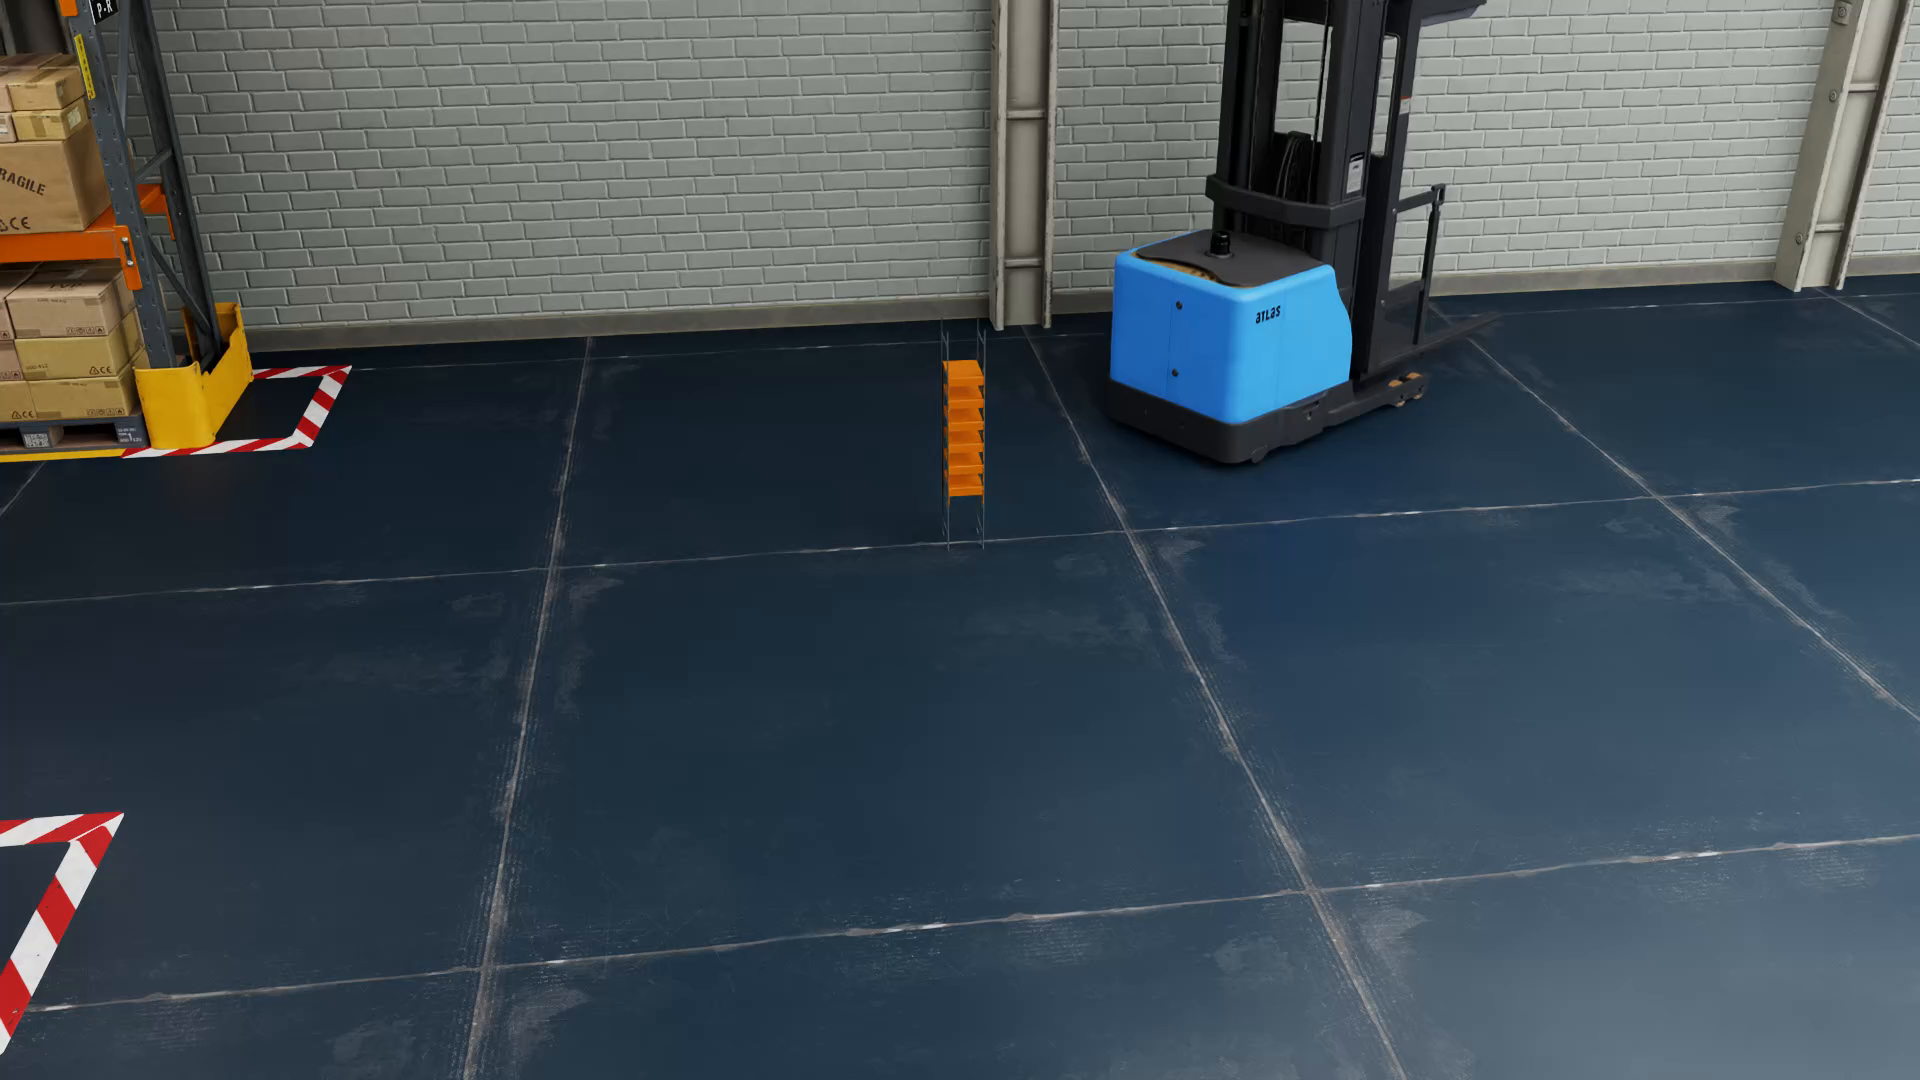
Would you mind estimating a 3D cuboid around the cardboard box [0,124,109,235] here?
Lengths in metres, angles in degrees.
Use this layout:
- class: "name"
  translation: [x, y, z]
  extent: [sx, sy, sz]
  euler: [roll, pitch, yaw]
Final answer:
- class: "cardboard box"
  translation: [-5.155, -2.029, 9.308]
  extent: [0.500, 0.500, 0.500]
  euler: [-4, 27, -8]

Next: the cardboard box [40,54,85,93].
- class: "cardboard box"
  translation: [-5.066, -2.675, 9.531]
  extent: [0.250, 0.149, 0.380]
  euler: [-4, 27, -8]

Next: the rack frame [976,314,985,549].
- class: "rack frame"
  translation: [0.105, -0.541, 8.489]
  extent: [0.006, 1.200, 0.240]
  euler: [-4, 27, -7]

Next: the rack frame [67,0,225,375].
- class: "rack frame"
  translation: [-4.704, -2.134, 9.624]
  extent: [0.127, 3.000, 1.000]
  euler: [-4, 27, -7]

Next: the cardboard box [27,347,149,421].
- class: "cardboard box"
  translation: [-5.125, -0.925, 9.819]
  extent: [0.500, 0.250, 0.500]
  euler: [-3, 27, -7]

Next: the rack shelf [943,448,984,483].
- class: "rack shelf"
  translation: [0.014, -0.388, 8.553]
  extent: [0.180, 0.103, 0.258]
  euler: [-4, 27, -7]

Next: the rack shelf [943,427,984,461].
- class: "rack shelf"
  translation: [0.014, -0.495, 8.498]
  extent: [0.180, 0.103, 0.258]
  euler: [-4, 27, -7]

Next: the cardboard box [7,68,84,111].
- class: "cardboard box"
  translation: [-5.029, -2.482, 9.155]
  extent: [0.250, 0.149, 0.380]
  euler: [-4, 27, -7]

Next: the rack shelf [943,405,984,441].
- class: "rack shelf"
  translation: [0.014, -0.602, 8.443]
  extent: [0.180, 0.103, 0.258]
  euler: [-4, 27, -7]

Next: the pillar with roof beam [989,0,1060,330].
- class: "pillar with roof beam"
  translation: [1.022, -3.602, 5.913]
  extent: [0.400, 9.000, 9.100]
  euler: [-4, 27, -7]

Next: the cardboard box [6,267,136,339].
- class: "cardboard box"
  translation: [-5.117, -1.372, 9.595]
  extent: [0.500, 0.250, 0.500]
  euler: [-3, 27, -5]

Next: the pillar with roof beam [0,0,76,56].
- class: "pillar with roof beam"
  translation: [-4.919, -3.220, 5.169]
  extent: [0.400, 9.000, 9.100]
  euler: [-4, 27, -7]

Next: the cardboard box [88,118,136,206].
- class: "cardboard box"
  translation: [-5.233, -2.273, 9.784]
  extent: [0.500, 0.500, 0.500]
  euler: [-3, 27, -5]

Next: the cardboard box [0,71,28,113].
- class: "cardboard box"
  translation: [-5.269, -2.452, 9.097]
  extent: [0.250, 0.149, 0.380]
  euler: [-4, 27, -7]

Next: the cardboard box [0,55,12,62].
- class: "cardboard box"
  translation: [-5.590, -2.650, 9.483]
  extent: [0.250, 0.149, 0.380]
  euler: [-3, 27, -6]

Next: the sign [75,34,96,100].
- class: "sign"
  translation: [-4.642, -2.509, 8.825]
  extent: [0.005, 0.325, 0.100]
  euler: [-4, 27, -7]

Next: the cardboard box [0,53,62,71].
- class: "cardboard box"
  translation: [-5.338, -2.686, 9.554]
  extent: [0.250, 0.149, 0.380]
  euler: [-3, 27, -5]

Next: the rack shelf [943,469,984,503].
- class: "rack shelf"
  translation: [0.014, -0.282, 8.608]
  extent: [0.180, 0.103, 0.258]
  euler: [-4, 27, -7]

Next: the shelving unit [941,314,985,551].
- class: "shelving unit"
  translation: [0.014, -0.535, 8.478]
  extent: [0.189, 1.200, 0.258]
  euler: [-4, 27, -7]

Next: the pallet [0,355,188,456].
- class: "pallet"
  translation: [-5.455, -0.826, 10.128]
  extent: [1.213, 0.211, 1.003]
  euler: [-4, 27, -7]

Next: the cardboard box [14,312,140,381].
- class: "cardboard box"
  translation: [-5.142, -1.148, 9.706]
  extent: [0.500, 0.250, 0.500]
  euler: [-4, 27, -8]

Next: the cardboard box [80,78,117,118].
- class: "cardboard box"
  translation: [-5.076, -2.563, 9.639]
  extent: [0.250, 0.149, 0.380]
  euler: [-4, 27, -8]

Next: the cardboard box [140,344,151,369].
- class: "cardboard box"
  translation: [-5.218, -1.155, 10.267]
  extent: [0.500, 0.250, 0.500]
  euler: [-4, 27, -7]

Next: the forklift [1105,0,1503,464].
- class: "forklift"
  translation: [2.320, -2.291, 10.005]
  extent: [3.031, 2.935, 1.130]
  euler: [-22, 34, -36]

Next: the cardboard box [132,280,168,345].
- class: "cardboard box"
  translation: [-5.199, -1.384, 10.166]
  extent: [0.500, 0.250, 0.500]
  euler: [-3, 27, -6]

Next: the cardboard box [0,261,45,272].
- class: "cardboard box"
  translation: [-5.701, -1.564, 9.969]
  extent: [0.500, 0.250, 0.500]
  euler: [-4, 27, -7]

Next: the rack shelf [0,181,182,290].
- class: "rack shelf"
  translation: [-6.685, -1.687, 9.540]
  extent: [4.000, 0.370, 1.077]
  euler: [-4, 27, -7]

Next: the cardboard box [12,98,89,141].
- class: "cardboard box"
  translation: [-5.008, -2.319, 9.163]
  extent: [0.250, 0.149, 0.380]
  euler: [-3, 27, -6]

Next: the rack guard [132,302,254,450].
- class: "rack guard"
  translation: [-4.680, -1.024, 10.197]
  extent: [0.348, 0.500, 1.175]
  euler: [-4, 27, -7]

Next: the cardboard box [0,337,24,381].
- class: "cardboard box"
  translation: [-5.641, -1.121, 9.653]
  extent: [0.500, 0.250, 0.500]
  euler: [-4, 27, -8]

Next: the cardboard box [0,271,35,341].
- class: "cardboard box"
  translation: [-5.621, -1.337, 9.527]
  extent: [0.500, 0.250, 0.500]
  euler: [-3, 27, -6]

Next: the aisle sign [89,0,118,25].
- class: "aisle sign"
  translation: [-4.598, -3.162, 8.780]
  extent: [0.004, 0.787, 0.394]
  euler: [-4, 27, -7]

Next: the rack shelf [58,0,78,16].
- class: "rack shelf"
  translation: [-6.685, -3.021, 8.855]
  extent: [4.000, 0.370, 1.077]
  euler: [-4, 27, -7]

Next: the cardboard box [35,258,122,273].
- class: "cardboard box"
  translation: [-5.206, -1.598, 10.034]
  extent: [0.500, 0.250, 0.500]
  euler: [-4, 27, -8]

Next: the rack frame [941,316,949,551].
- class: "rack frame"
  translation: [-0.076, -0.529, 8.467]
  extent: [0.006, 1.200, 0.240]
  euler: [-4, 27, -7]

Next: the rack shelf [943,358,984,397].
- class: "rack shelf"
  translation: [0.014, -0.816, 8.334]
  extent: [0.180, 0.103, 0.258]
  euler: [-4, 27, -7]

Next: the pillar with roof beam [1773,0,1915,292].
- class: "pillar with roof beam"
  translation: [6.964, -3.984, 6.656]
  extent: [0.400, 9.000, 9.100]
  euler: [-4, 27, -7]

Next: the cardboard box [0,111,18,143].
- class: "cardboard box"
  translation: [-5.257, -2.289, 9.105]
  extent: [0.250, 0.149, 0.380]
  euler: [-3, 27, -6]

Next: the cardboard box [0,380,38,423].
- class: "cardboard box"
  translation: [-5.619, -0.898, 9.766]
  extent: [0.500, 0.250, 0.500]
  euler: [-4, 27, -7]

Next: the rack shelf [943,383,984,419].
- class: "rack shelf"
  translation: [0.014, -0.709, 8.389]
  extent: [0.180, 0.103, 0.258]
  euler: [-4, 27, -7]
